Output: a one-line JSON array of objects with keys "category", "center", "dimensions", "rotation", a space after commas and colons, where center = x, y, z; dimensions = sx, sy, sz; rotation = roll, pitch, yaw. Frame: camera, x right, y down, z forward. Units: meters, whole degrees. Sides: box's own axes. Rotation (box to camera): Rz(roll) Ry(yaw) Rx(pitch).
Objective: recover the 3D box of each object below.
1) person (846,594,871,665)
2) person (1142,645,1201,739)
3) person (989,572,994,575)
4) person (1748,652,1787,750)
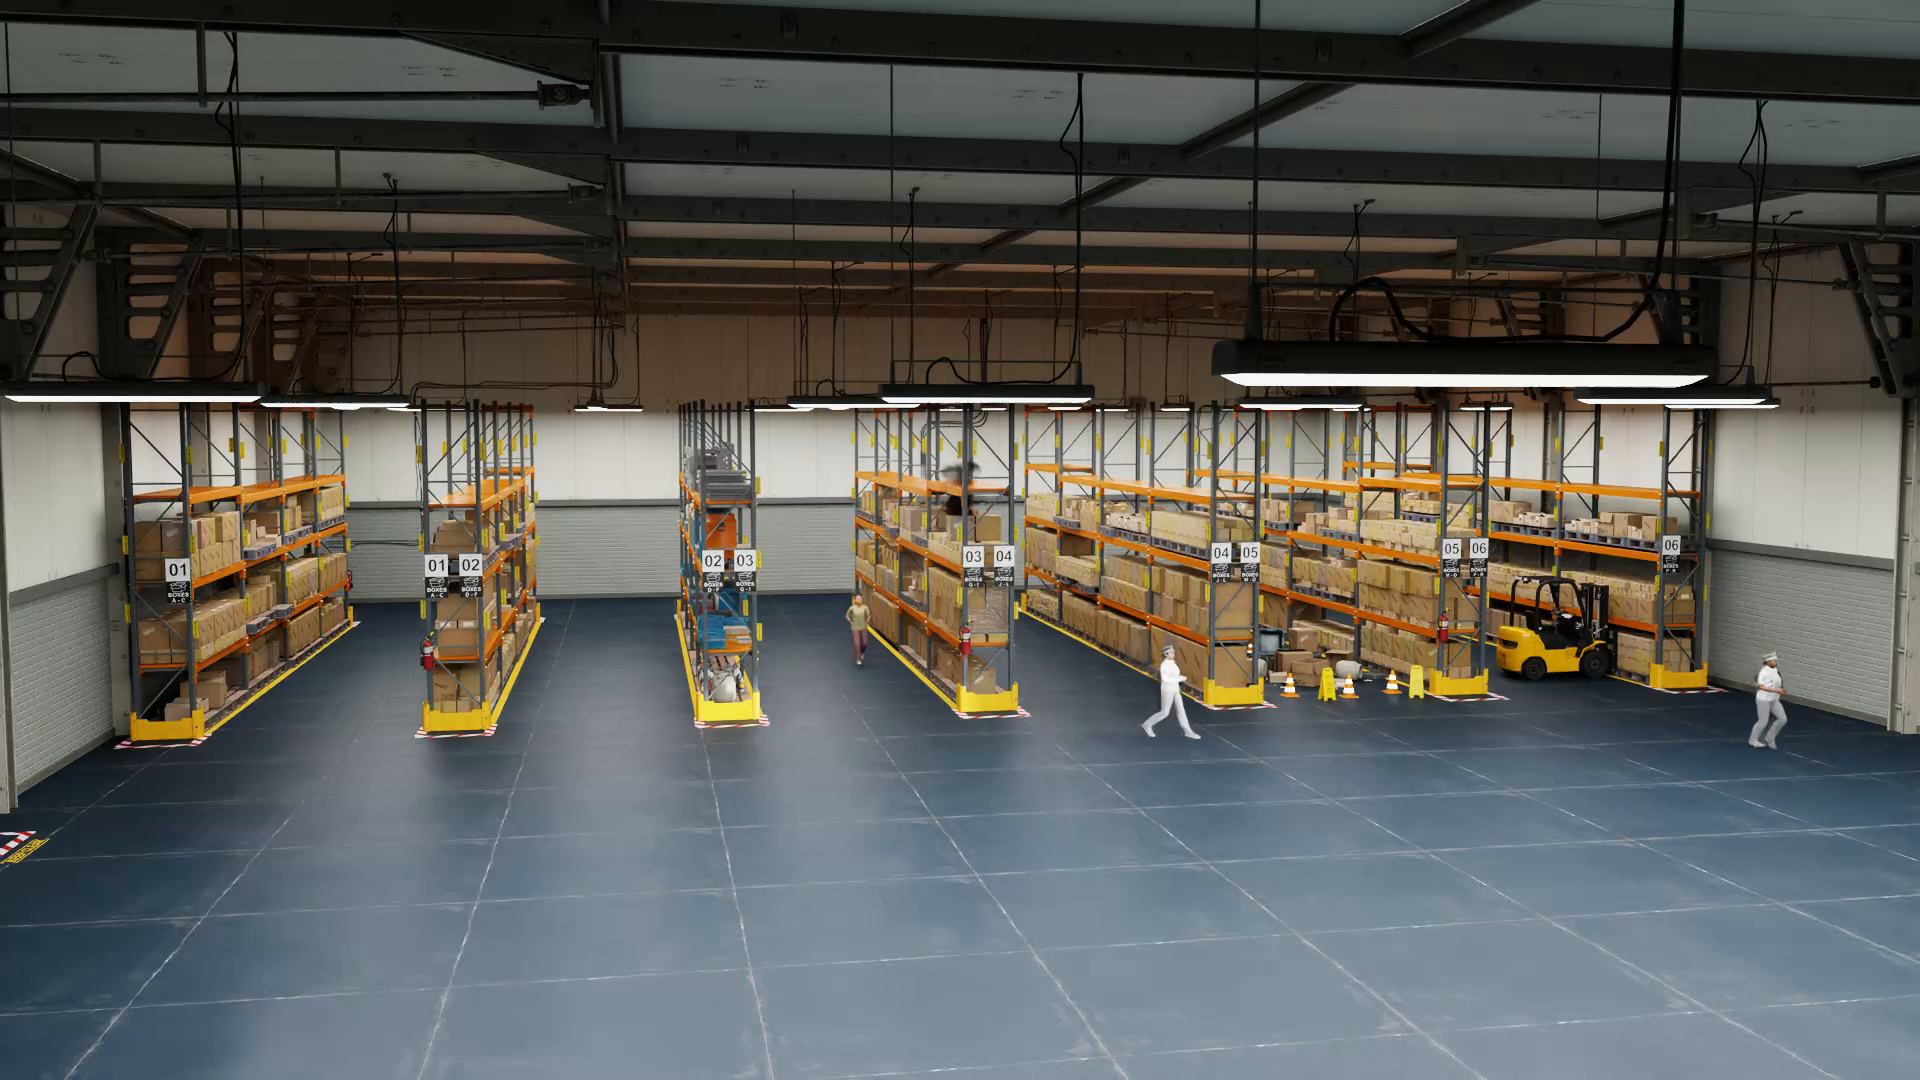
[{"category": "person", "center": [-2.319, 2.046, 38.081], "dimensions": [0.577, 1.602, 0.566], "rotation": [-1, 4, -11]}, {"category": "person", "center": [3.718, 2.650, 29.153], "dimensions": [1.036, 1.644, 0.625], "rotation": [2, 5, 28]}, {"category": "person", "center": [0.730, 1.275, 47.502], "dimensions": [0.731, 1.798, 0.748], "rotation": [1, 4, 7]}, {"category": "person", "center": [13.808, 2.753, 28.355], "dimensions": [0.566, 1.714, 0.678], "rotation": [-3, 5, -32]}]
